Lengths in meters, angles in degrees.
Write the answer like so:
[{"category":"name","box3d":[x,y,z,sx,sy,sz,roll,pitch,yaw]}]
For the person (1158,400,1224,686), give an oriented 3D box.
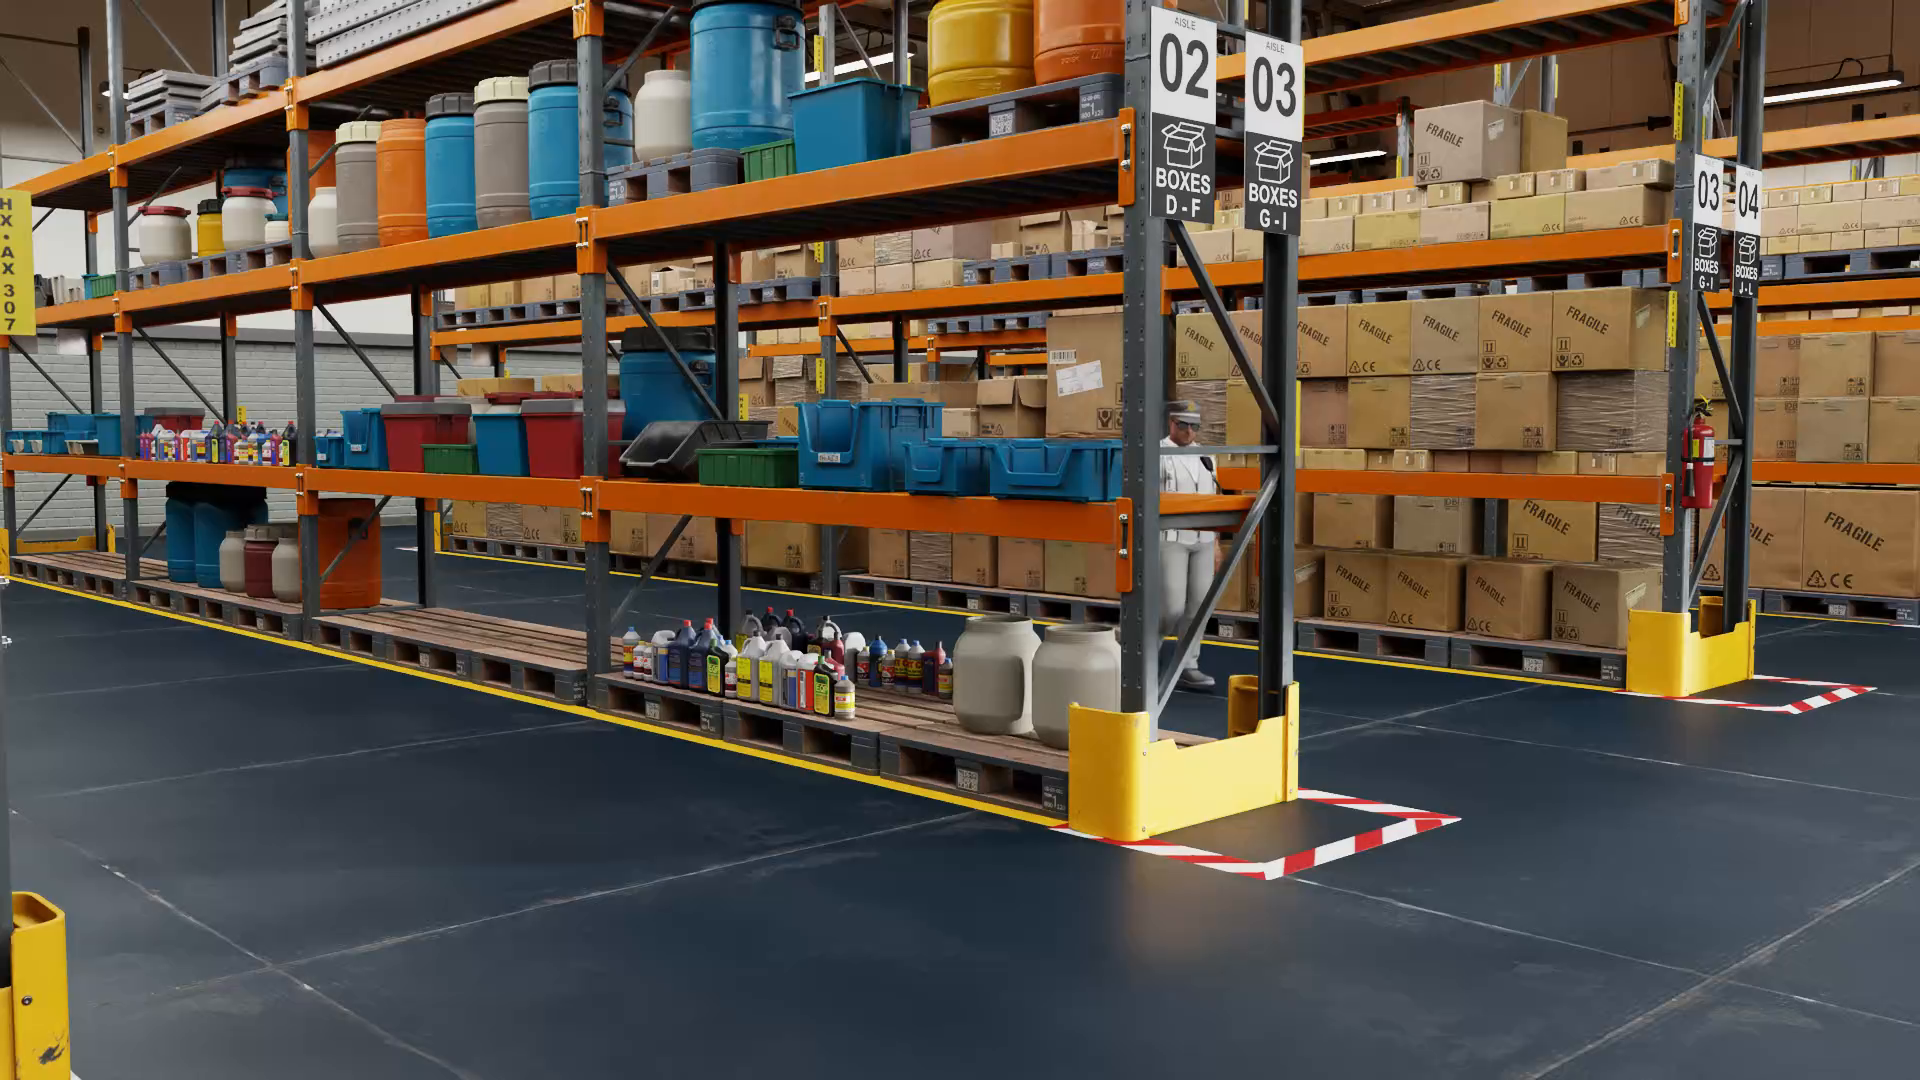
[{"category":"person","box3d":[1.315,0.023,10.134,0.557,1.746,0.521,-2,4,-26]}]
